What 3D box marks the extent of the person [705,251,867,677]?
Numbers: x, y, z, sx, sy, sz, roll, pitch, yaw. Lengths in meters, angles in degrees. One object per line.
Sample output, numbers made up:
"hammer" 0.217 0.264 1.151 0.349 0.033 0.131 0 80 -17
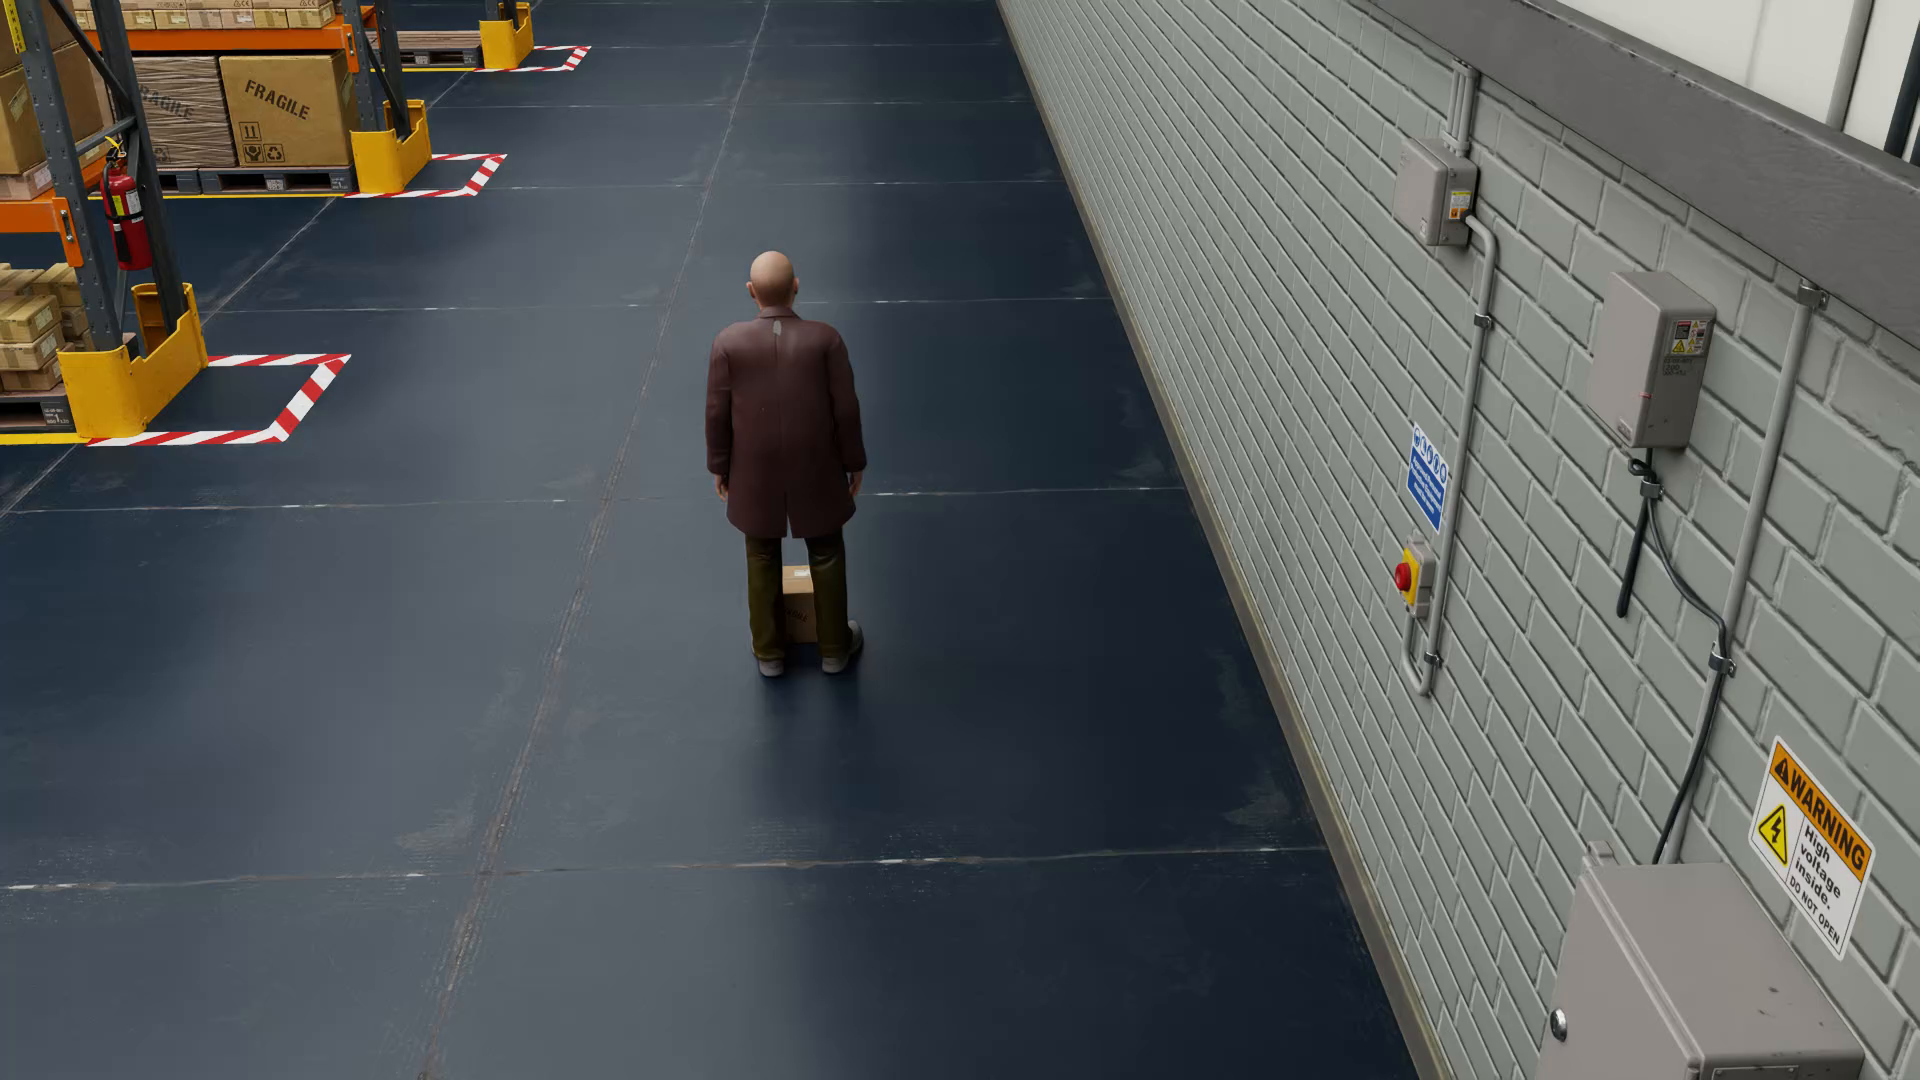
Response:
"person" -0.694 -0.284 6.689 0.642 1.773 0.428 -1 27 -2
